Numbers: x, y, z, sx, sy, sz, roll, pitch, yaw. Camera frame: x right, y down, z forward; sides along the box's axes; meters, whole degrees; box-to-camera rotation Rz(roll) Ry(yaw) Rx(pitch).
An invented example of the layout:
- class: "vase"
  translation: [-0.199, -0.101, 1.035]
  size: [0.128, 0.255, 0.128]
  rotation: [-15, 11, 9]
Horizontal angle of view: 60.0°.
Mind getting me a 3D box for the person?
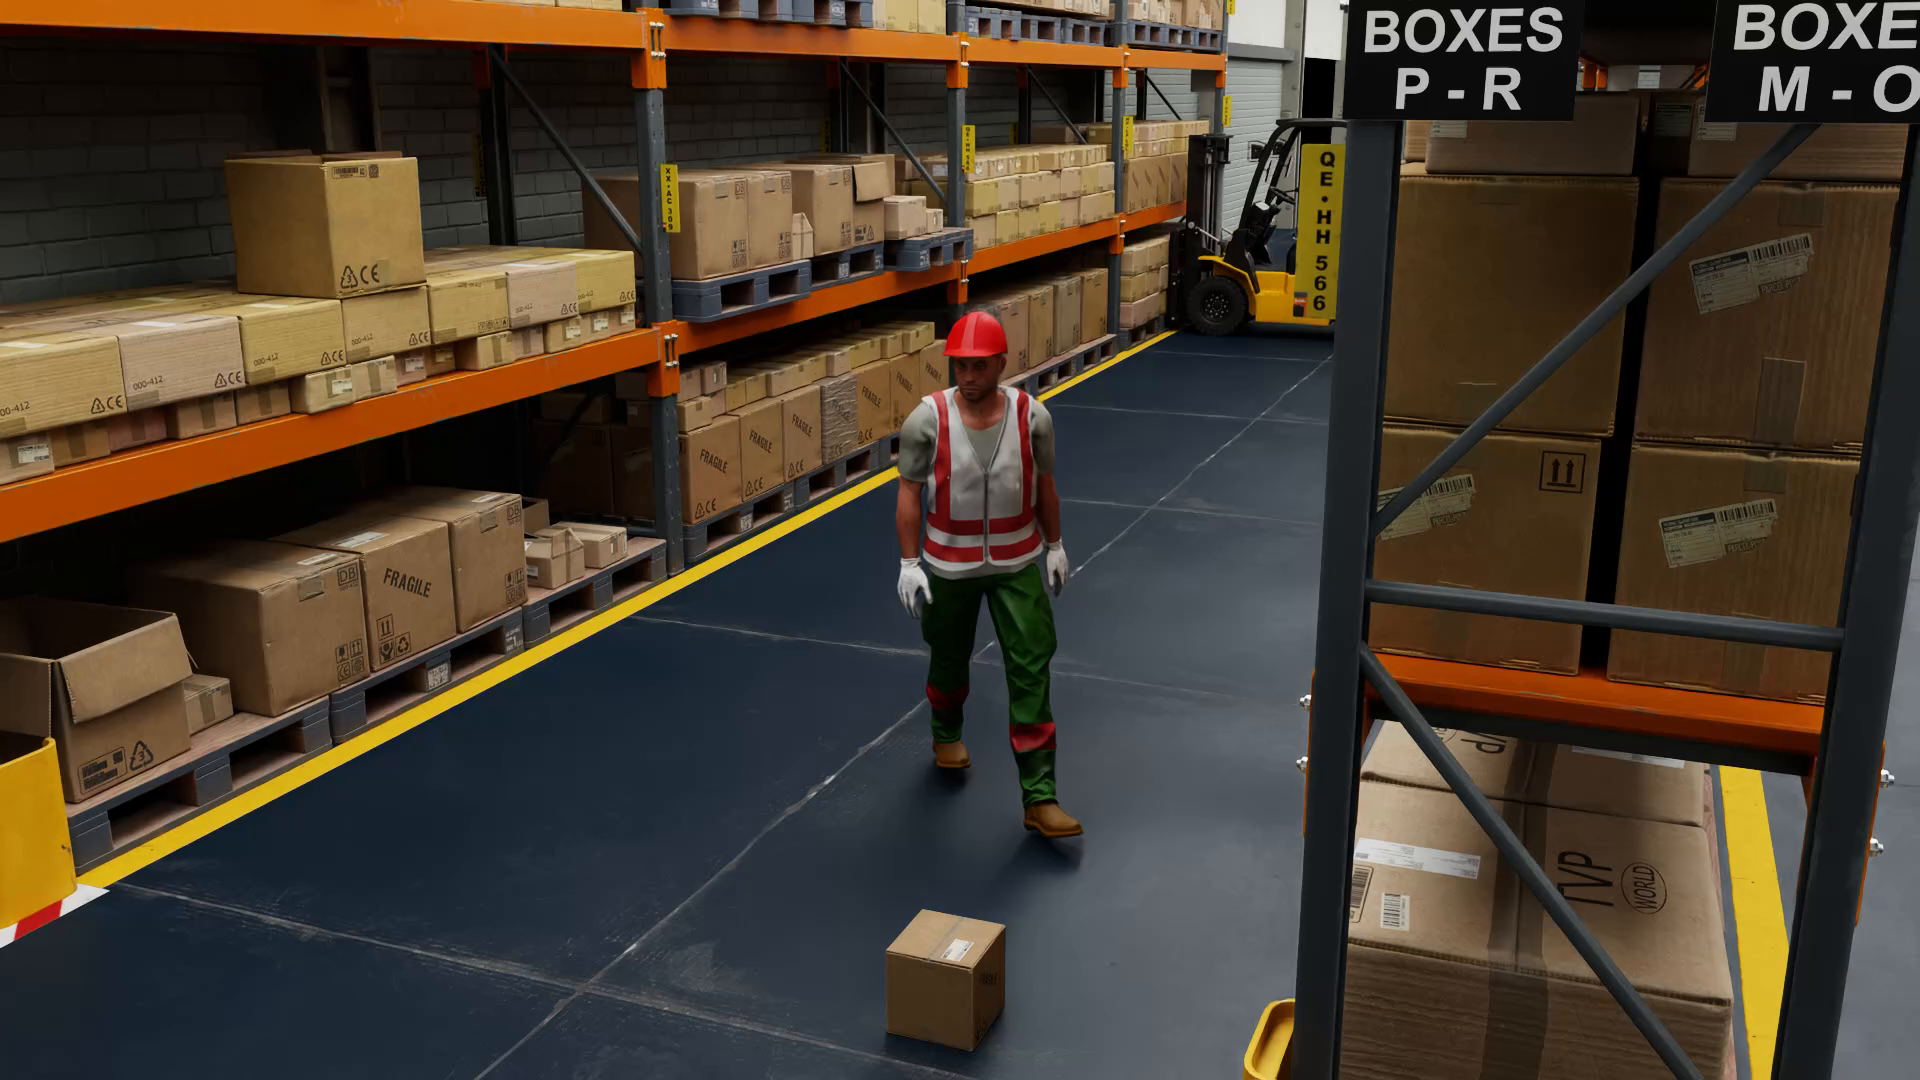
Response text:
- class: "person"
  translation: [0.096, 0.087, 5.665]
  size: [0.622, 1.735, 0.976]
  rotation: [-2, 15, -6]
